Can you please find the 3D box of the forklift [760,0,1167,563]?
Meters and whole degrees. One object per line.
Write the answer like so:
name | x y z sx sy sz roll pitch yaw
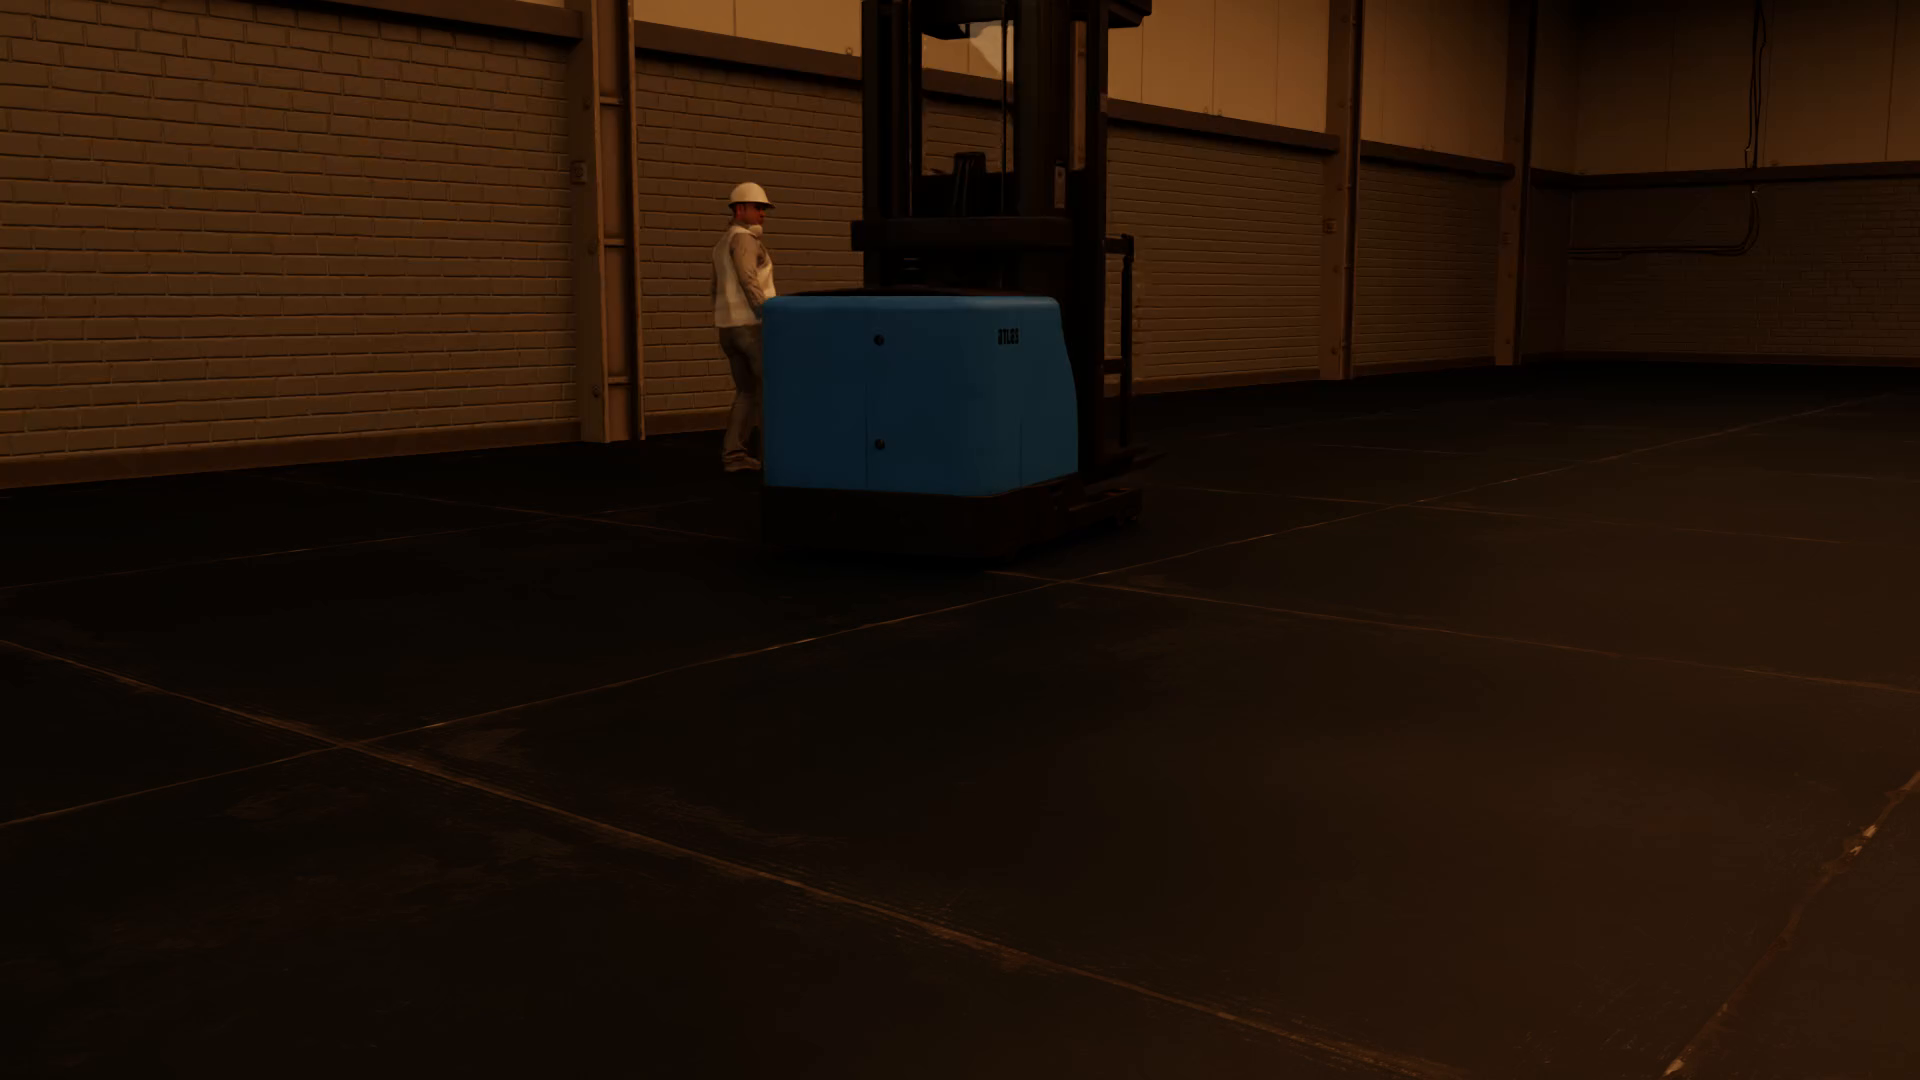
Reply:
forklift | 0.232 -1.535 7.769 1.130 2.935 3.031 4 9 23

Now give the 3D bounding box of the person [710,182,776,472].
person | -1.246 -1.302 10.219 0.493 1.762 0.724 -5 10 -33
